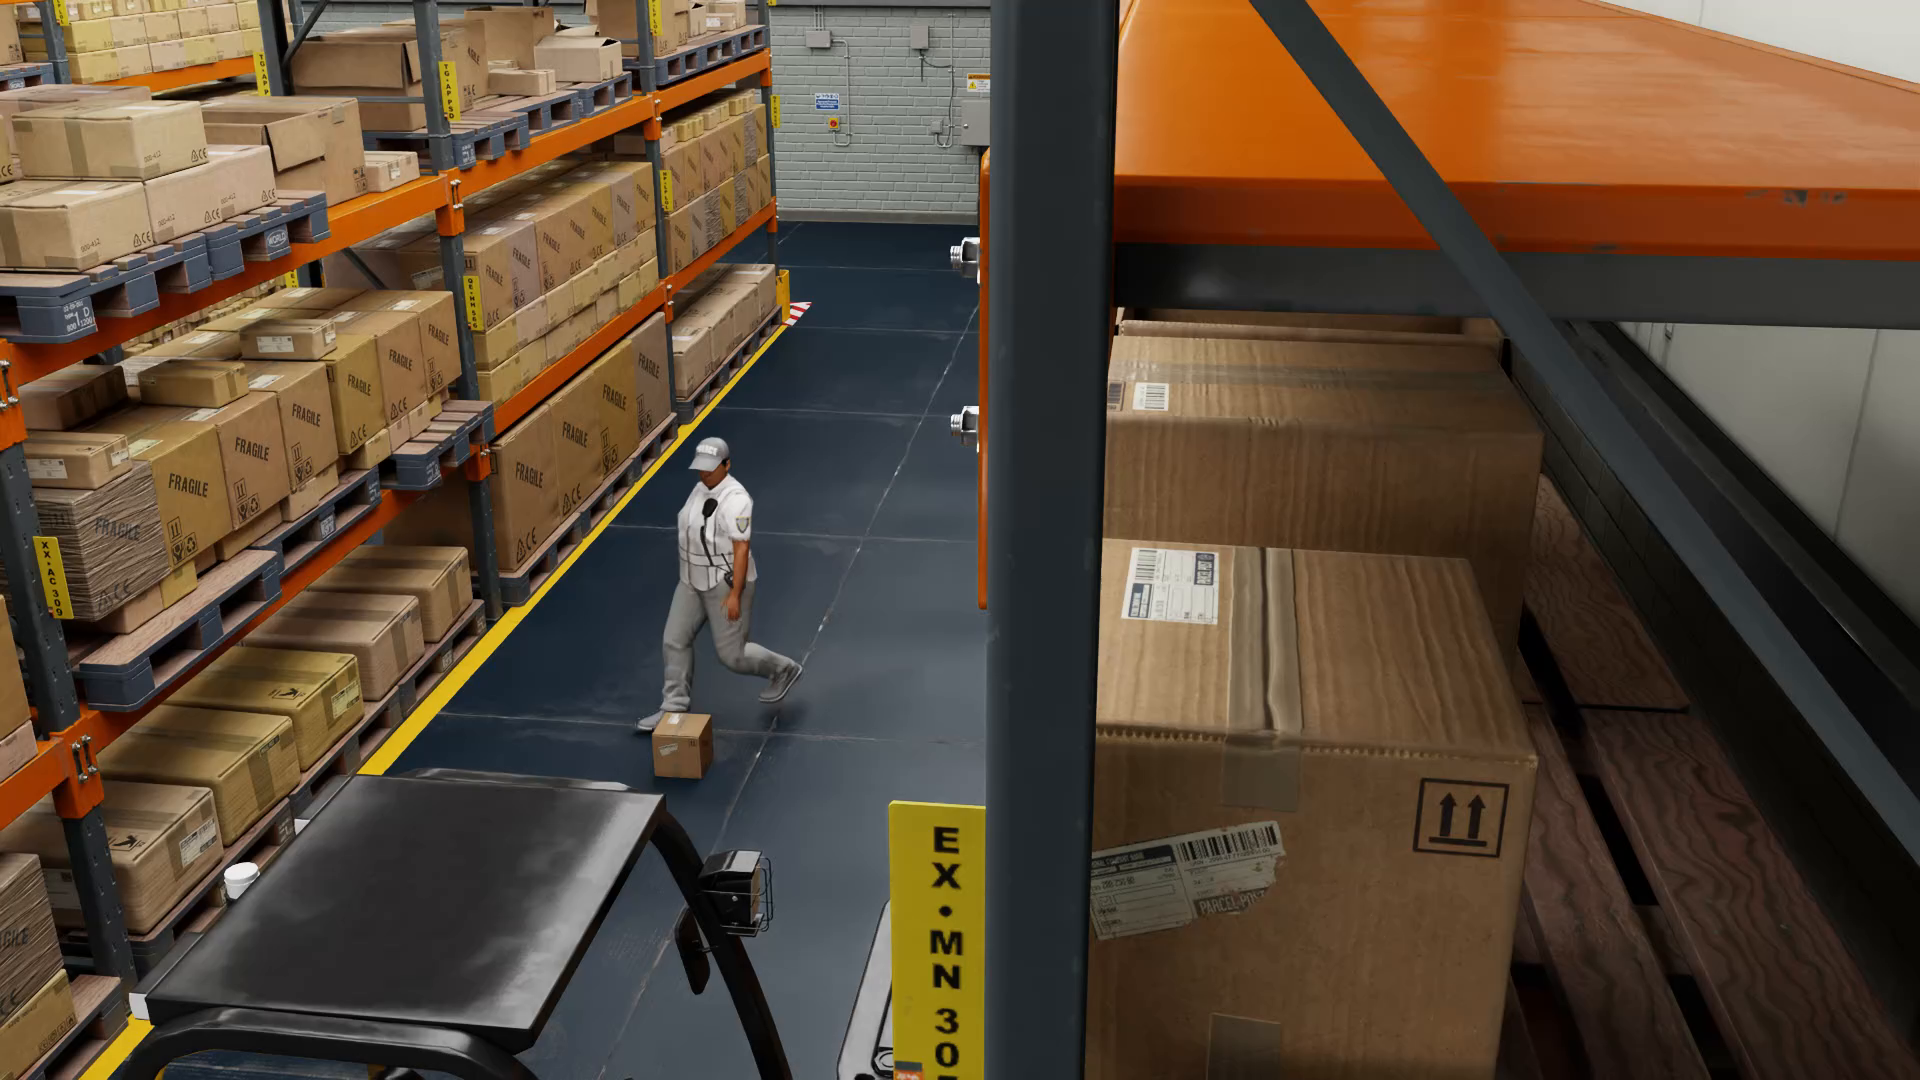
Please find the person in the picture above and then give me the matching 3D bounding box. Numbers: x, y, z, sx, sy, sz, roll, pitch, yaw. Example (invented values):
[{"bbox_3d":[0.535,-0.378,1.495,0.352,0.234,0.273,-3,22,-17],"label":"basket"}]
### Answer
[{"bbox_3d":[-1.356,0.236,9.012,0.880,1.617,0.494,-20,29,-41],"label":"person"}]
